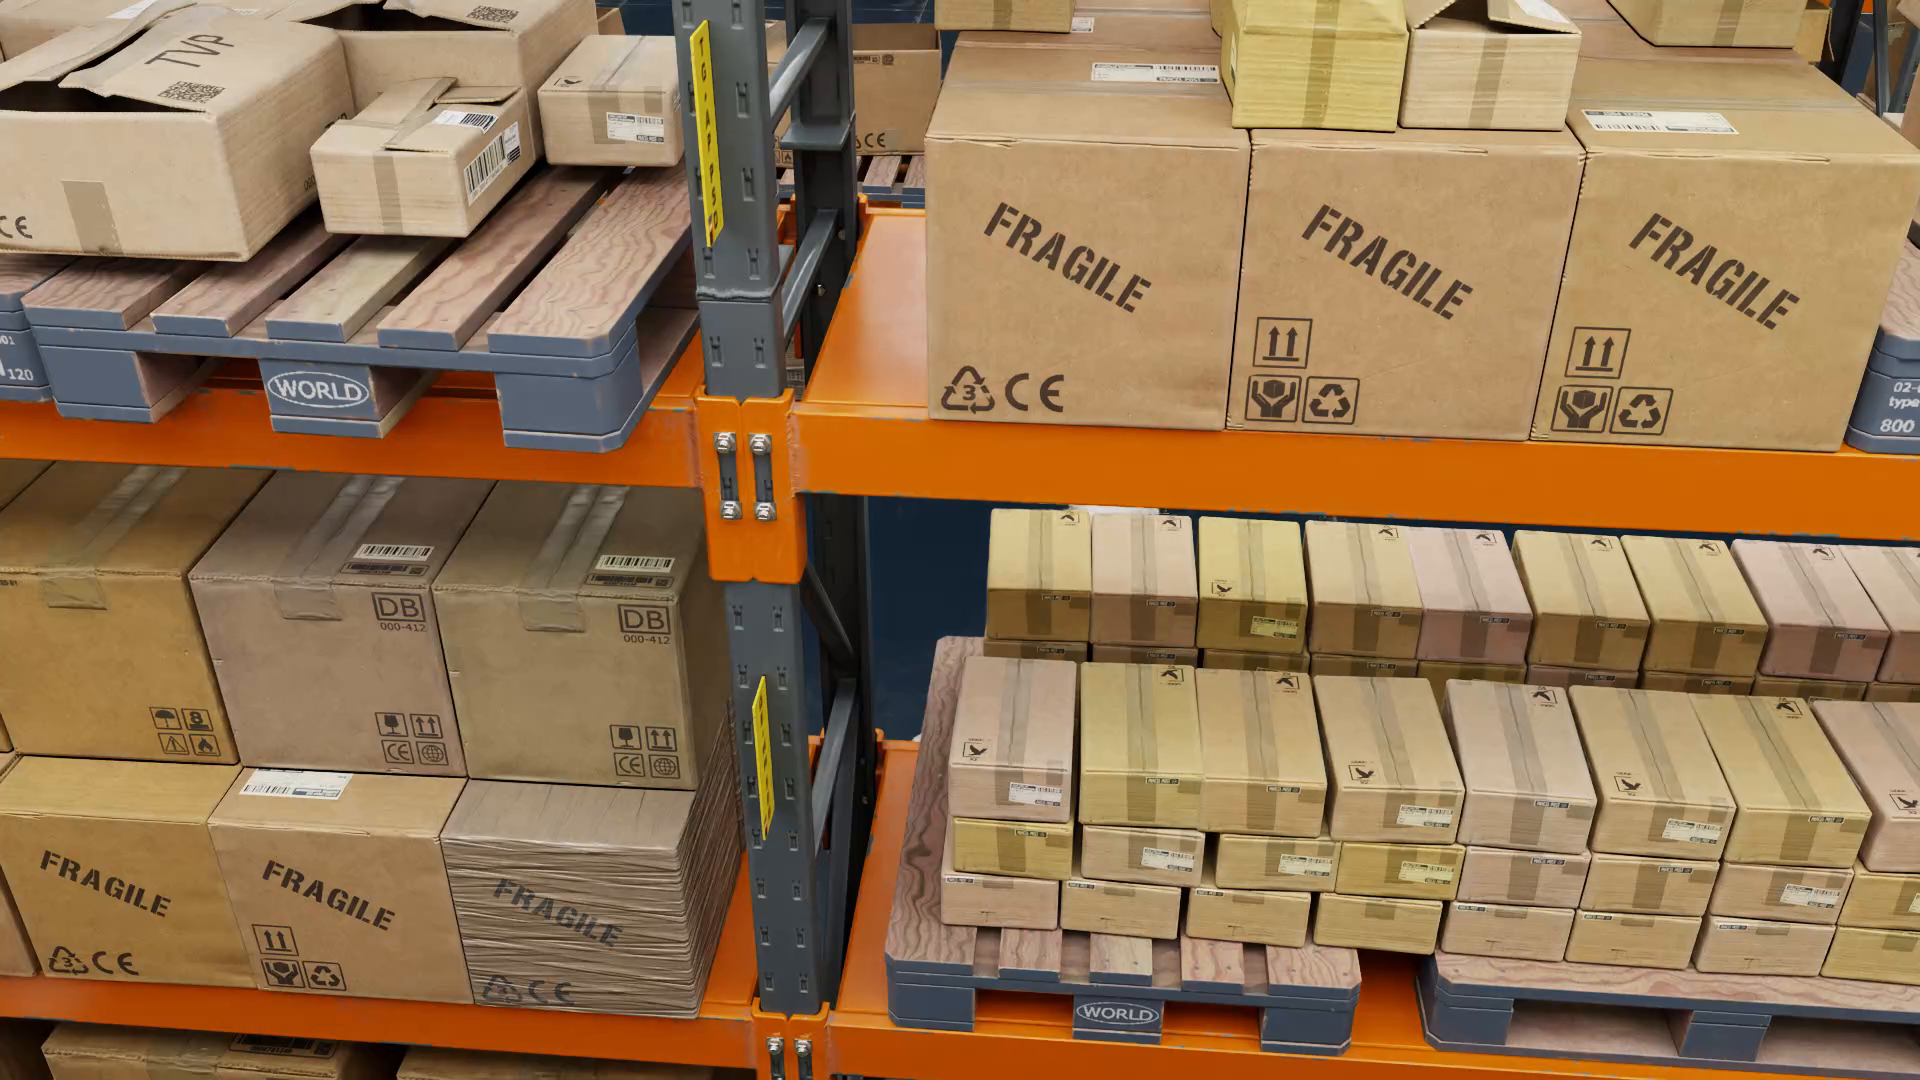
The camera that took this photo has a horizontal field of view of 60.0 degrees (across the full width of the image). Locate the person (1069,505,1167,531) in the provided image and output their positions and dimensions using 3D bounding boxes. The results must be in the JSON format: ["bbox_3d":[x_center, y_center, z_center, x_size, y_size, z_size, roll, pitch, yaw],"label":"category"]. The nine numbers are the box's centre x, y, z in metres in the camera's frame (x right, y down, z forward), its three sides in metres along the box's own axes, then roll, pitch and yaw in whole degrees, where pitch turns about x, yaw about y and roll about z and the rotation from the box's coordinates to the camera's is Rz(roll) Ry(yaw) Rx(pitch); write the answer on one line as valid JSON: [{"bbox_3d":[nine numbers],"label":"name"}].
[{"bbox_3d":[0.450,0.256,5.680,0.634,1.768,0.606,-3,32,-5],"label":"person"}]
